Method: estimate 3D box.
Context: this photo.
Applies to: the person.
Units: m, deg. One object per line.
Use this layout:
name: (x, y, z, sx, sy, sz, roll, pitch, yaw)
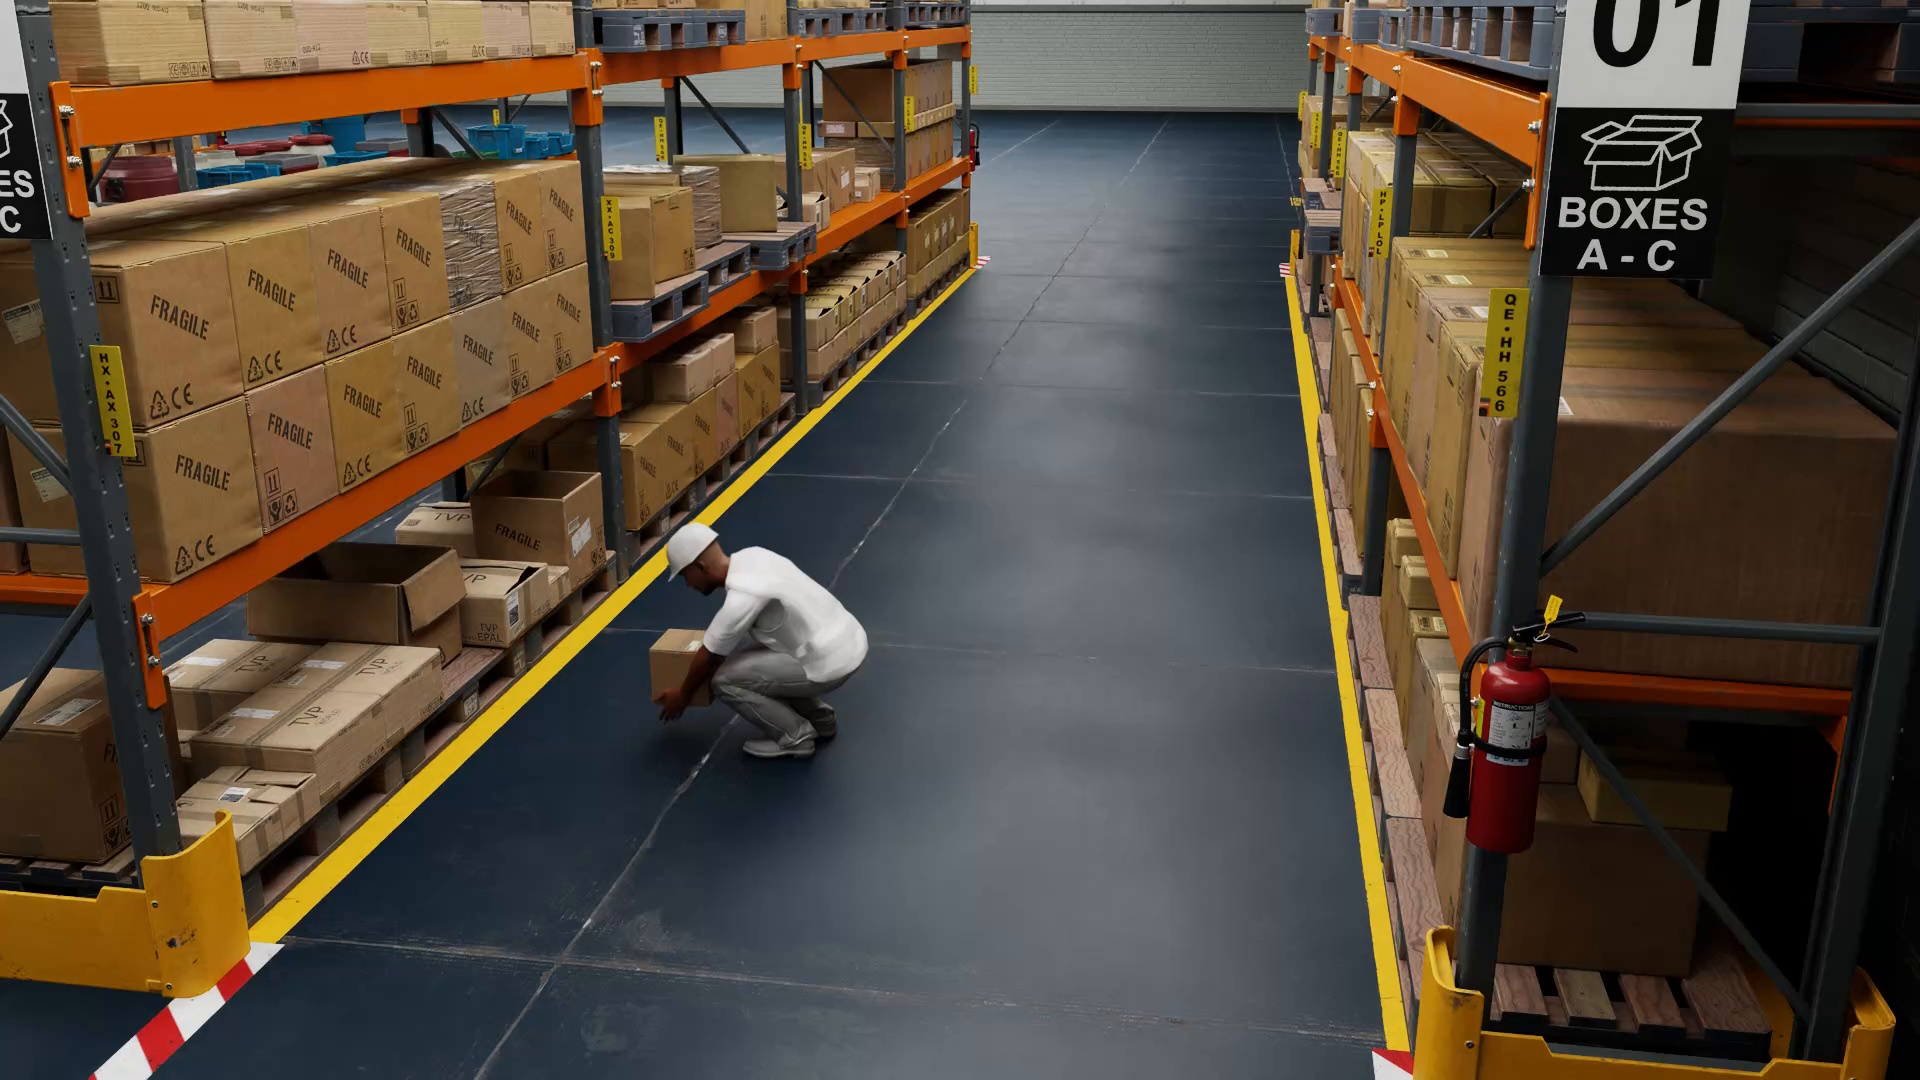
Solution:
person: (-0.844, 0.407, 7.016, 0.885, 0.999, 0.579, 3, 18, 8)
